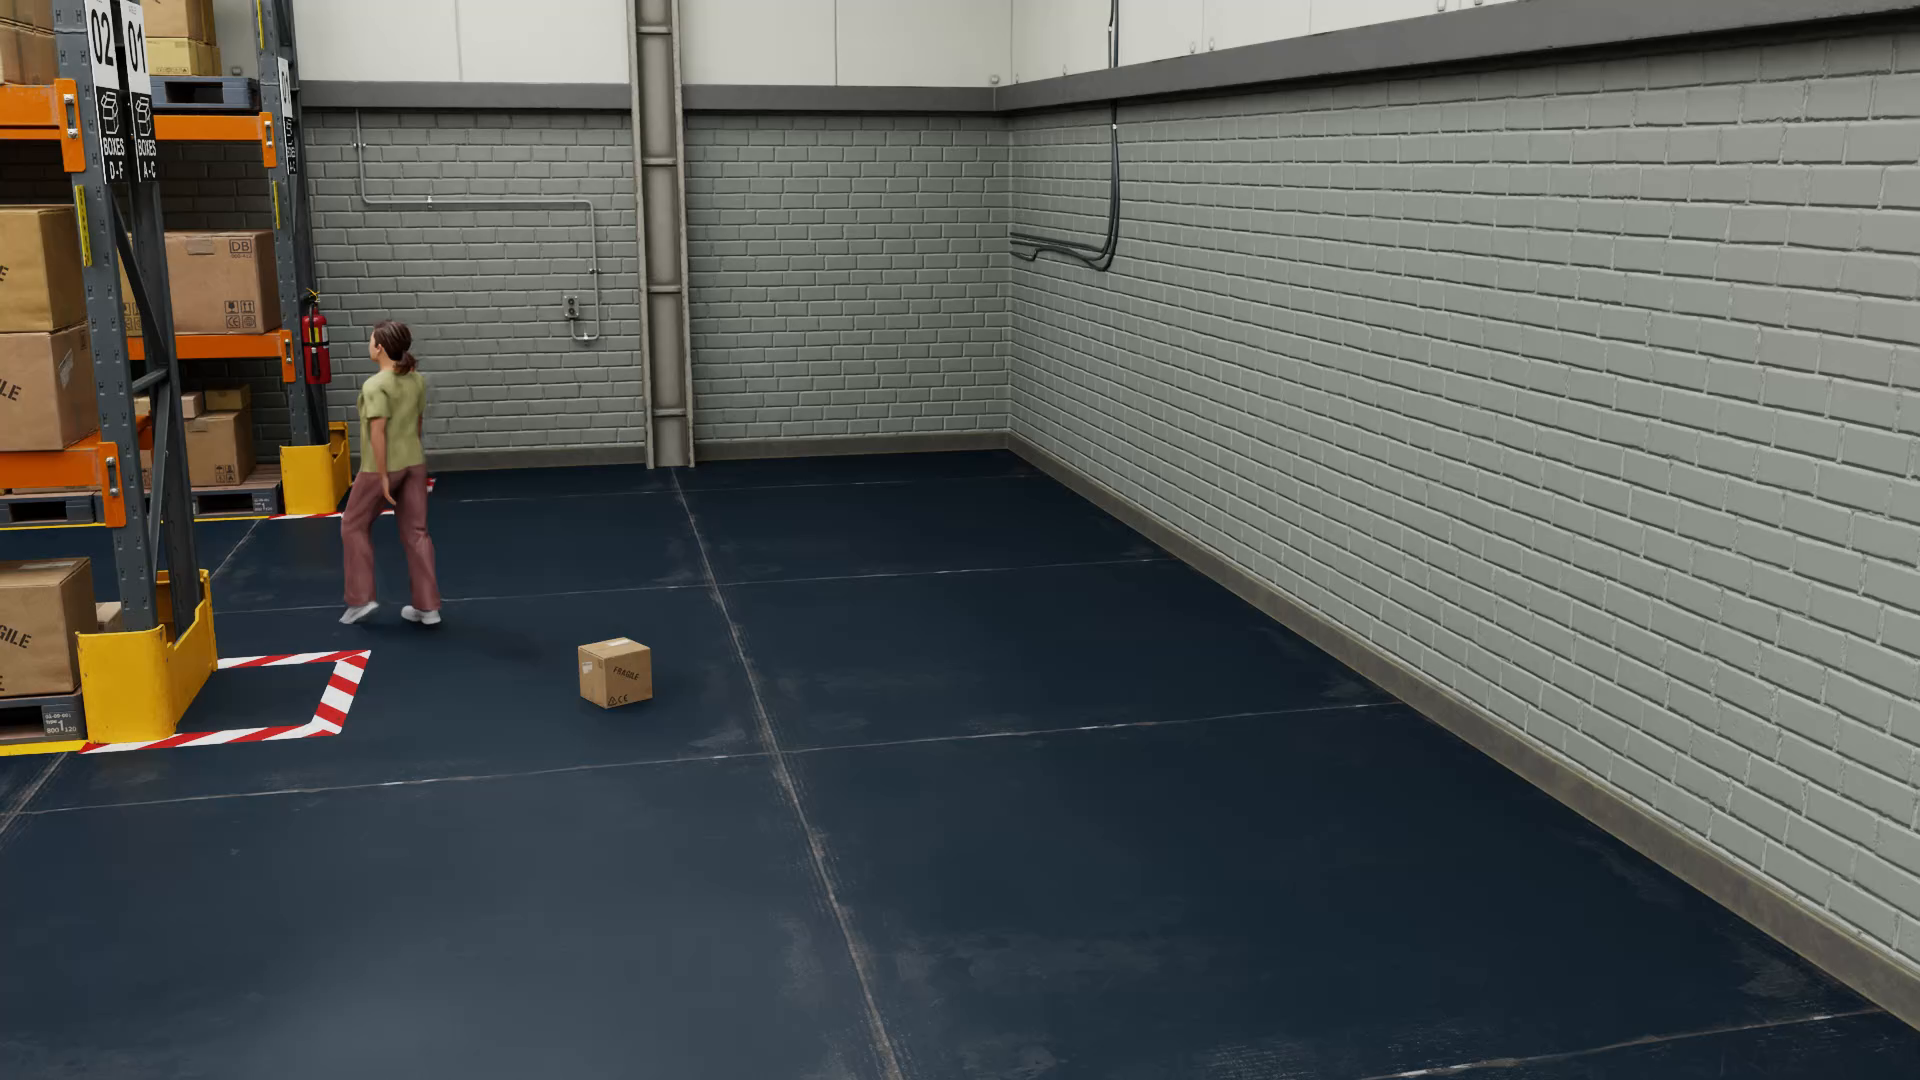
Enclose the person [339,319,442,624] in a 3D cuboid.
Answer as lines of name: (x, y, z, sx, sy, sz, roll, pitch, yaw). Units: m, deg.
person: (-3.118, -0.342, 9.050, 0.654, 1.717, 0.446, 8, 15, 33)
